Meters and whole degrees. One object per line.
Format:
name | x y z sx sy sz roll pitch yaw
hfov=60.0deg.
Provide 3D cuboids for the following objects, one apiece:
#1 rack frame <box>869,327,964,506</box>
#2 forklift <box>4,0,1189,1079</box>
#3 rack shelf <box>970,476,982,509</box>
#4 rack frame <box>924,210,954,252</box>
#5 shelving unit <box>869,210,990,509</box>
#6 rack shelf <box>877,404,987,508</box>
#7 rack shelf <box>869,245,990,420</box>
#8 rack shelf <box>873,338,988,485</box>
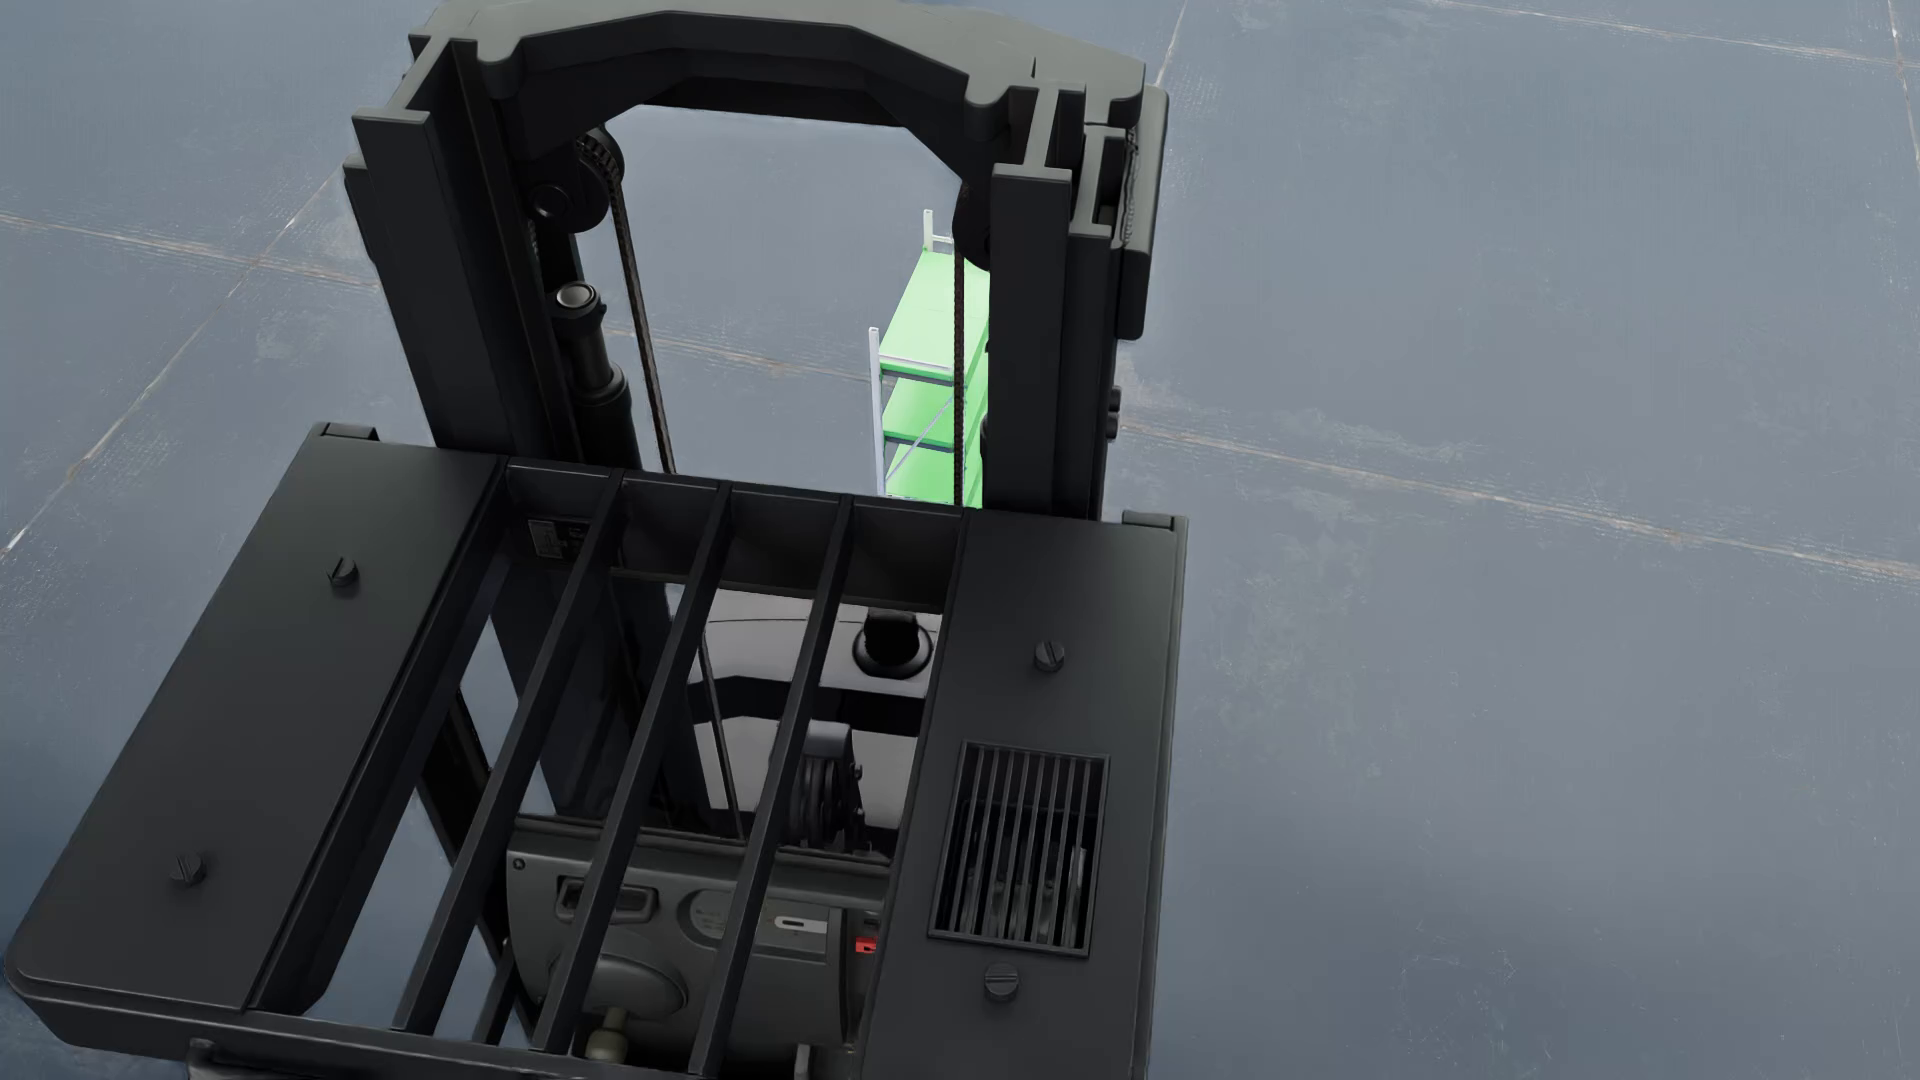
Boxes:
rack frame | -0.108 -0.101 4.539 0.240 1.200 0.015 12 50 10
forklift | -0.311 0.819 2.573 1.130 2.935 3.031 6 49 6
rack shelf | -0.044 -0.076 4.922 0.258 0.148 0.480 12 50 10
rack frame | 0.021 -0.454 4.850 0.240 1.200 0.015 12 50 10
shelving unit | -0.044 -0.277 4.694 0.258 1.200 0.503 12 50 10
rack shelf | -0.044 -0.235 4.742 0.258 0.148 0.480 12 50 10
rack shelf | -0.044 -0.553 4.383 0.258 0.148 0.480 12 50 10
rack shelf | -0.044 -0.394 4.562 0.258 0.148 0.480 12 50 10
